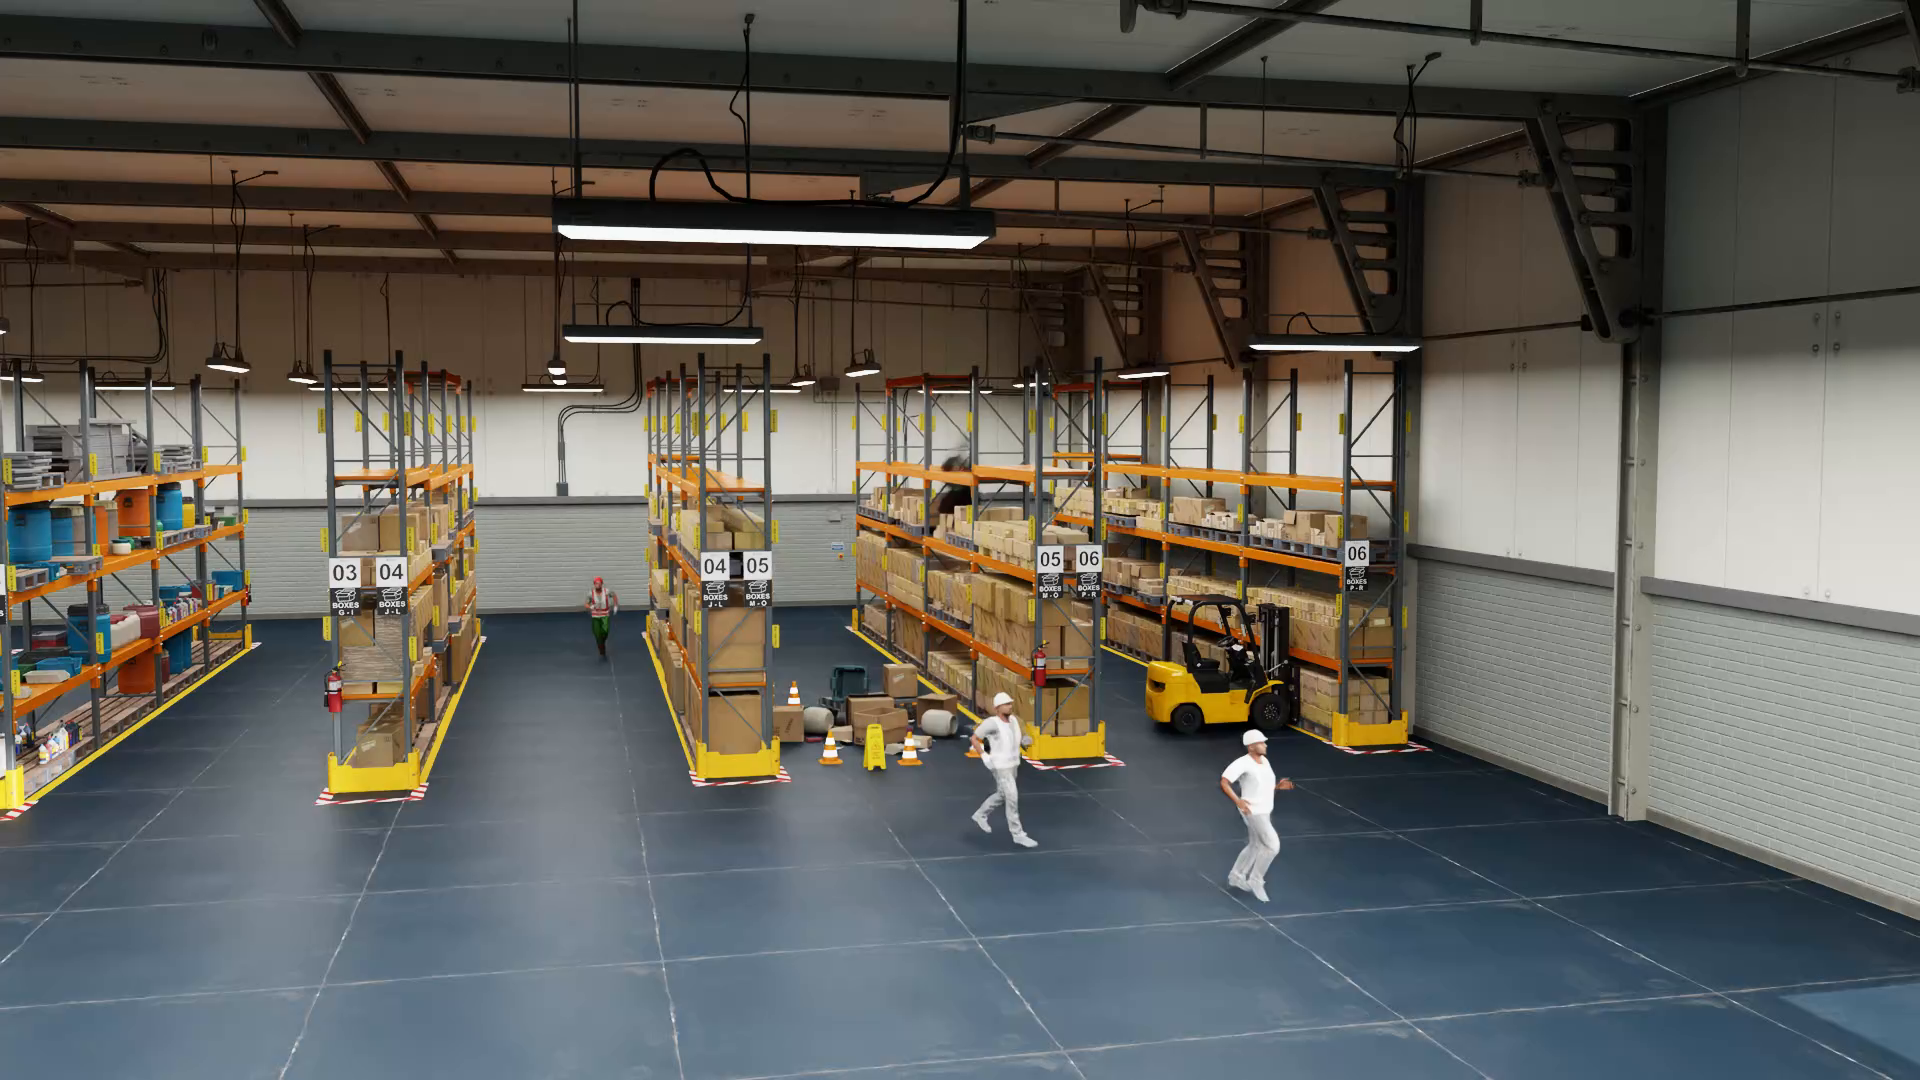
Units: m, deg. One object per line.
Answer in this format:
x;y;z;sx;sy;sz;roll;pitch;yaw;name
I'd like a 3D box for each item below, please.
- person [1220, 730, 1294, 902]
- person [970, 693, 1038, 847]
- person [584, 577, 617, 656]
3.151;2.907;17.560;0.696;1.809;0.674;2;5;31;person
0.528;2.701;19.819;0.997;1.771;0.683;3;5;33;person
-7.659;1.648;35.514;0.706;1.727;0.737;-1;4;-14;person
